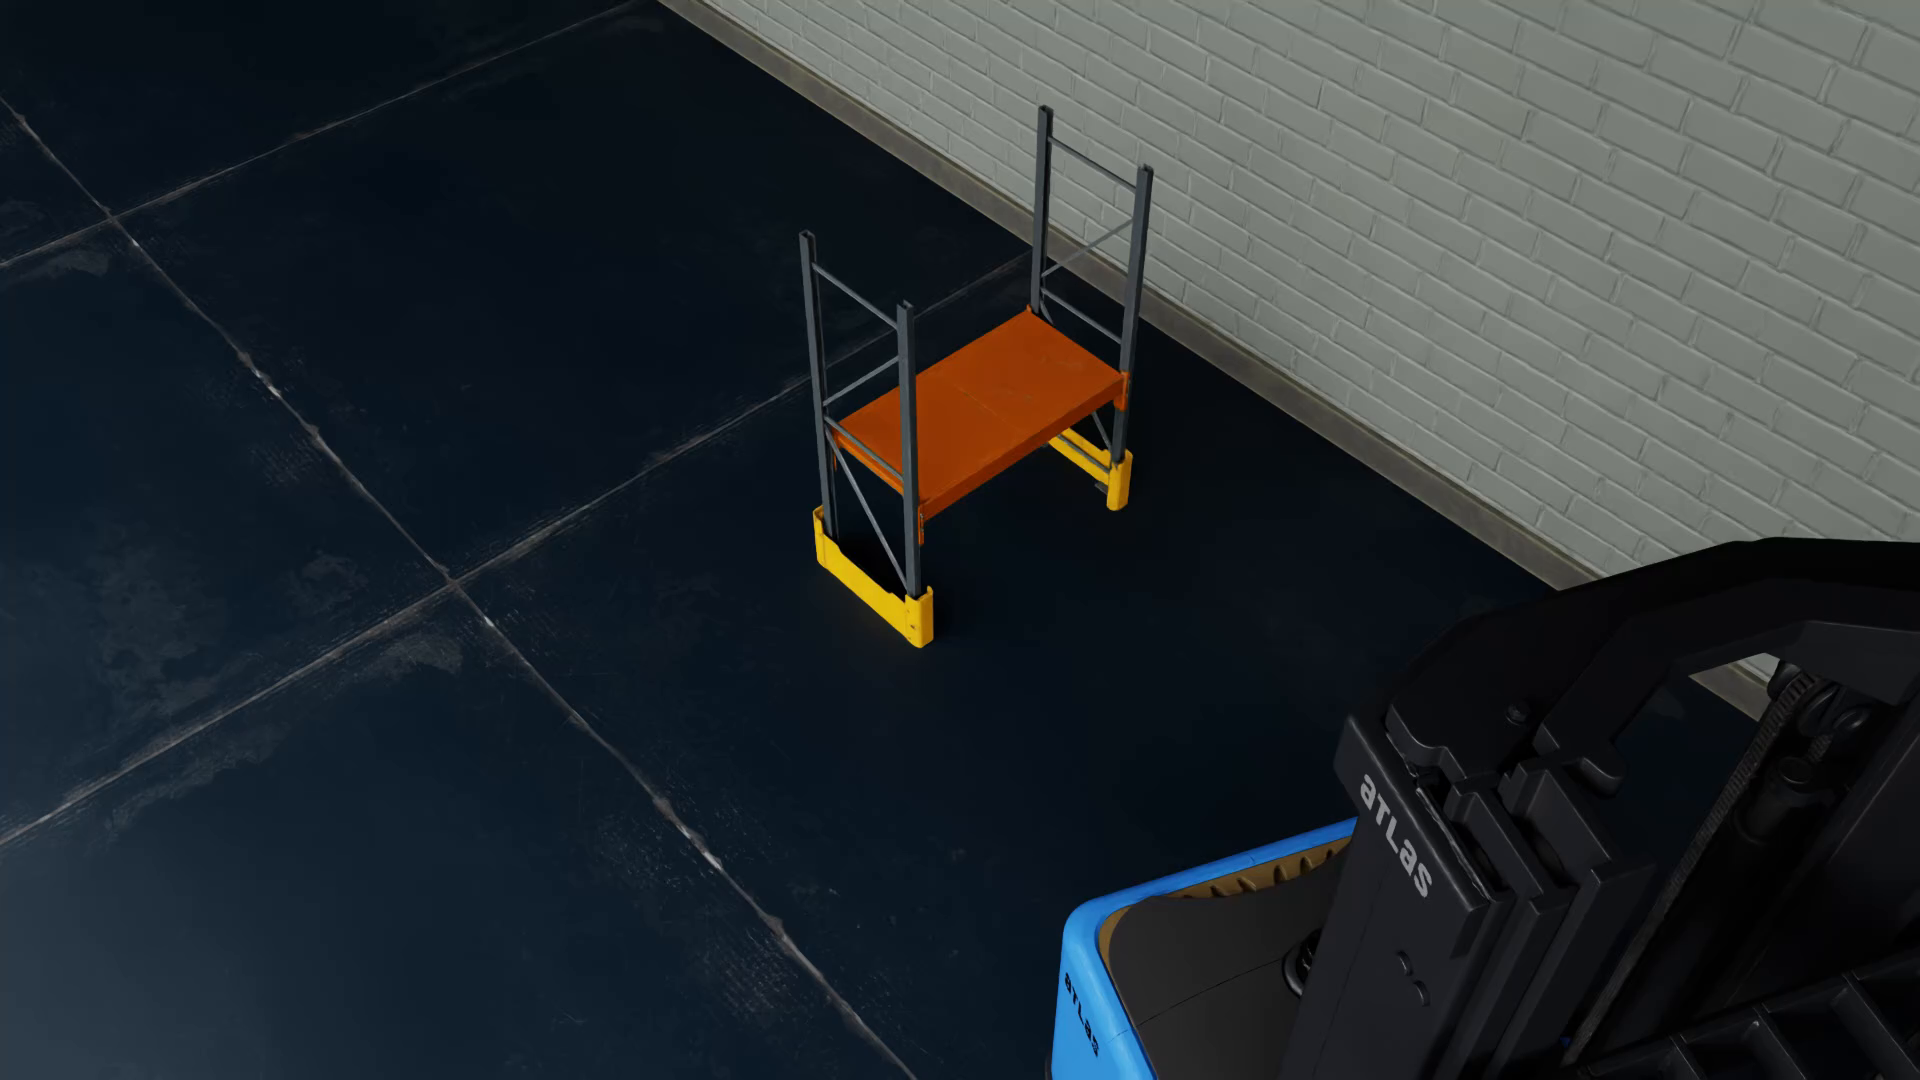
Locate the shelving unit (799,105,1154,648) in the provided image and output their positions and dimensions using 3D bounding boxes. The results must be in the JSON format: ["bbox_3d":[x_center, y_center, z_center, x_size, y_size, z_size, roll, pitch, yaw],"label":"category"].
[{"bbox_3d":[0.056,-0.546,5.734,1.083,1.500,0.587,-34,56,-27],"label":"shelving unit"}]

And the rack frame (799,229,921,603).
[{"bbox_3d":[-0.313,-0.299,5.506,0.032,1.500,0.500,-34,56,-27],"label":"rack frame"}]

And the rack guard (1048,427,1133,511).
[{"bbox_3d":[0.425,-0.369,6.420,0.087,0.250,0.587,-34,56,-27],"label":"rack guard"}]

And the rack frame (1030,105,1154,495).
[{"bbox_3d":[0.439,-0.802,5.970,0.032,1.500,0.500,-34,56,-27],"label":"rack frame"}]

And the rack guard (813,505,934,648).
[{"bbox_3d":[-0.312,0.124,5.966,0.087,0.250,0.587,-34,56,-27],"label":"rack guard"}]

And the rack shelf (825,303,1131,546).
[{"bbox_3d":[0.063,-0.429,5.870,1.000,0.185,0.538,-34,56,-27],"label":"rack shelf"}]

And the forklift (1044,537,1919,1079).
[{"bbox_3d":[1.195,1.526,2.848,1.130,2.935,3.031,-14,49,-13],"label":"forklift"}]
